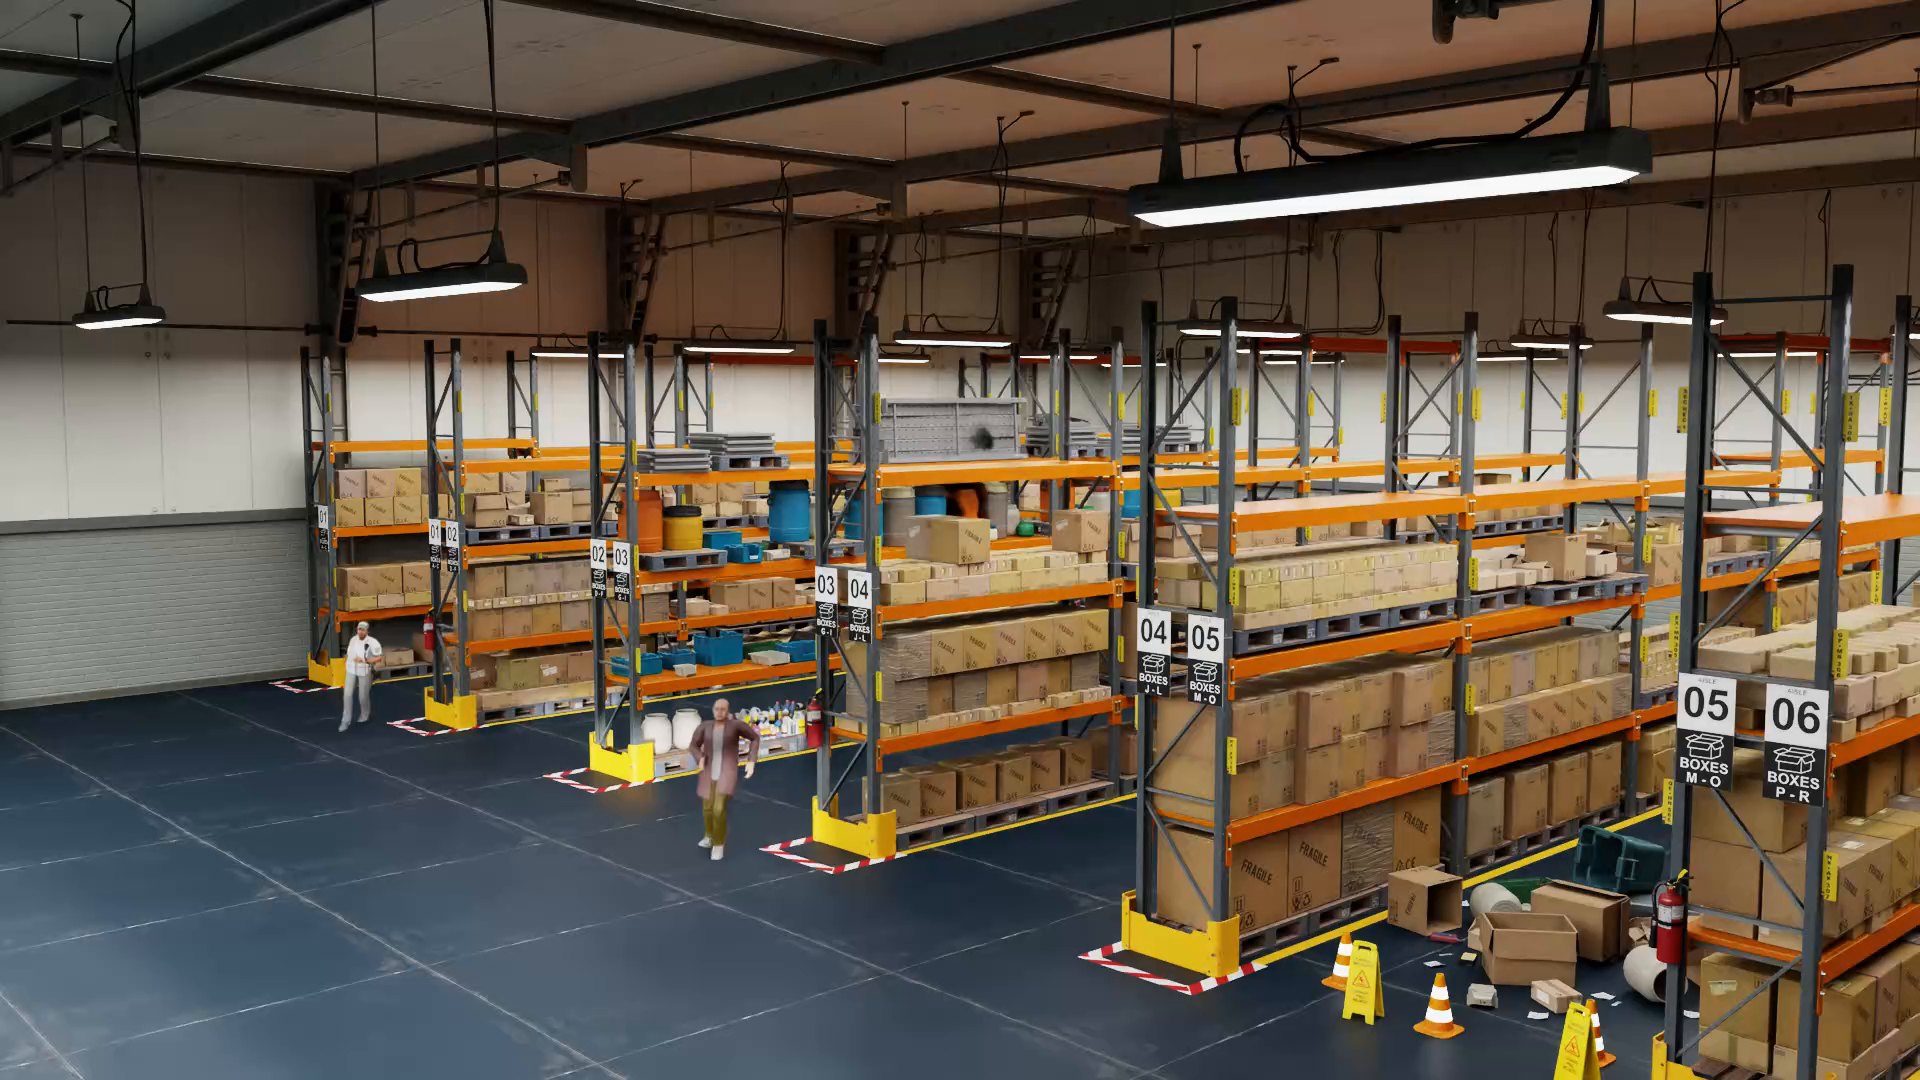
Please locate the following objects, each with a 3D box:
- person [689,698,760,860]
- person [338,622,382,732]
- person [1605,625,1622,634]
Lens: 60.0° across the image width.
[{"bbox_3d":[-2.654,2.671,18.575,0.750,1.836,0.785,1,5,11],"label":"person"},{"bbox_3d":[-9.242,2.088,25.790,0.615,1.680,0.840,0,5,1],"label":"person"},{"bbox_3d":[9.860,2.111,25.090,0.857,1.719,0.559,-5,7,-43],"label":"person"}]
